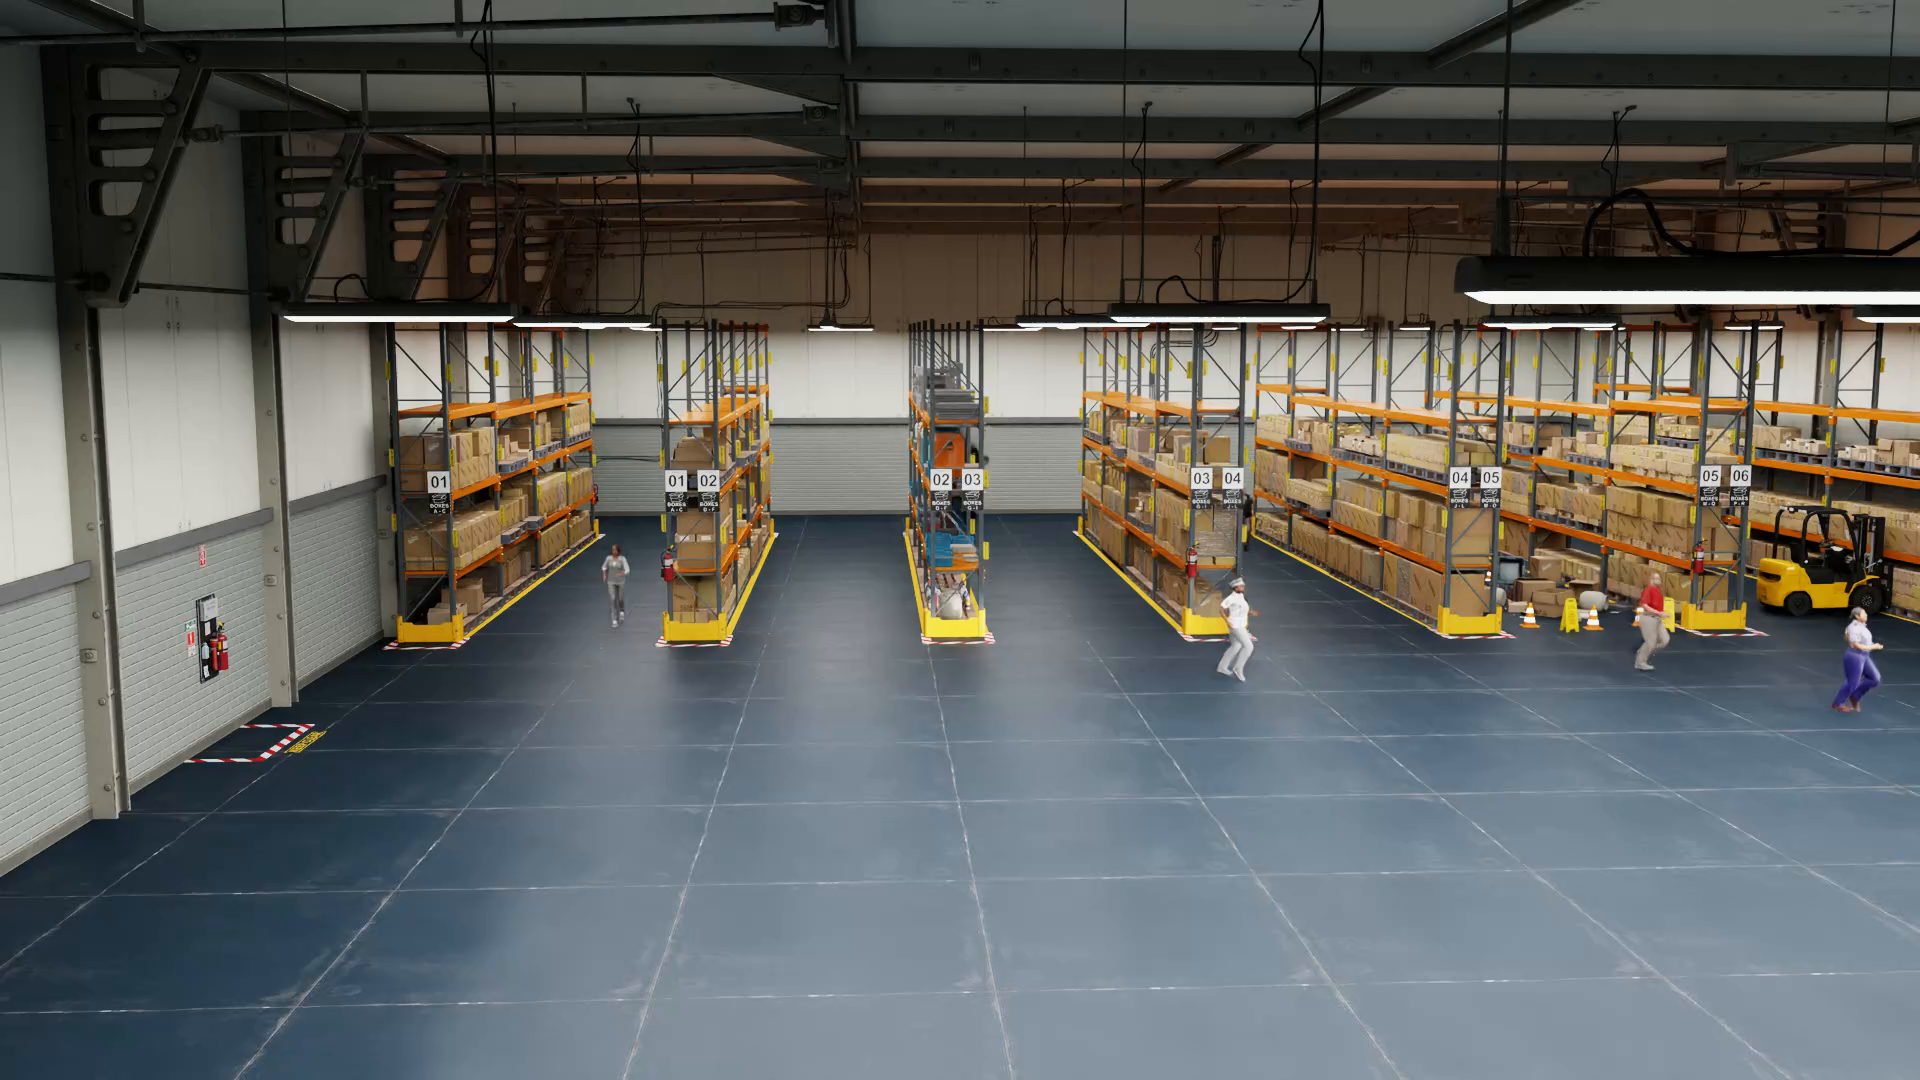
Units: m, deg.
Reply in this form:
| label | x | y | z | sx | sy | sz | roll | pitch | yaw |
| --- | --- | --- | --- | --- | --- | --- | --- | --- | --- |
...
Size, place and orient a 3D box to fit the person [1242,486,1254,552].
| label | x | y | z | sx | sy | sz | roll | pitch | yaw |
| --- | --- | --- | --- | --- | --- | --- | --- | --- | --- |
| person | 7.506 | -0.562 | 44.115 | 0.658 | 1.770 | 0.734 | 0 | 7 | 2 |

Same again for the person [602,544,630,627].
| label | x | y | z | sx | sy | sz | roll | pitch | yaw |
| --- | --- | --- | --- | --- | --- | --- | --- | --- | --- |
| person | -6.793 | 0.871 | 32.833 | 0.546 | 1.600 | 0.819 | -1 | 7 | -7 |

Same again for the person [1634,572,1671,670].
| label | x | y | z | sx | sy | sz | roll | pitch | yaw |
| --- | --- | --- | --- | --- | --- | --- | --- | --- | --- |
| person | 11.851 | 1.381 | 28.346 | 0.608 | 1.681 | 0.706 | 7 | 10 | 43 |

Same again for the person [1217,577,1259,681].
| label | x | y | z | sx | sy | sz | roll | pitch | yaw |
| --- | --- | --- | --- | --- | --- | --- | --- | --- | --- |
| person | 4.624 | 1.479 | 27.677 | 0.716 | 1.733 | 0.542 | 3 | 8 | 23 |

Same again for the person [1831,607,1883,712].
| label | x | y | z | sx | sy | sz | roll | pitch | yaw |
| --- | --- | --- | --- | --- | --- | --- | --- | --- | --- |
| person | 13.592 | 1.816 | 25.138 | 0.652 | 1.632 | 0.582 | 6 | 9 | 42 |
